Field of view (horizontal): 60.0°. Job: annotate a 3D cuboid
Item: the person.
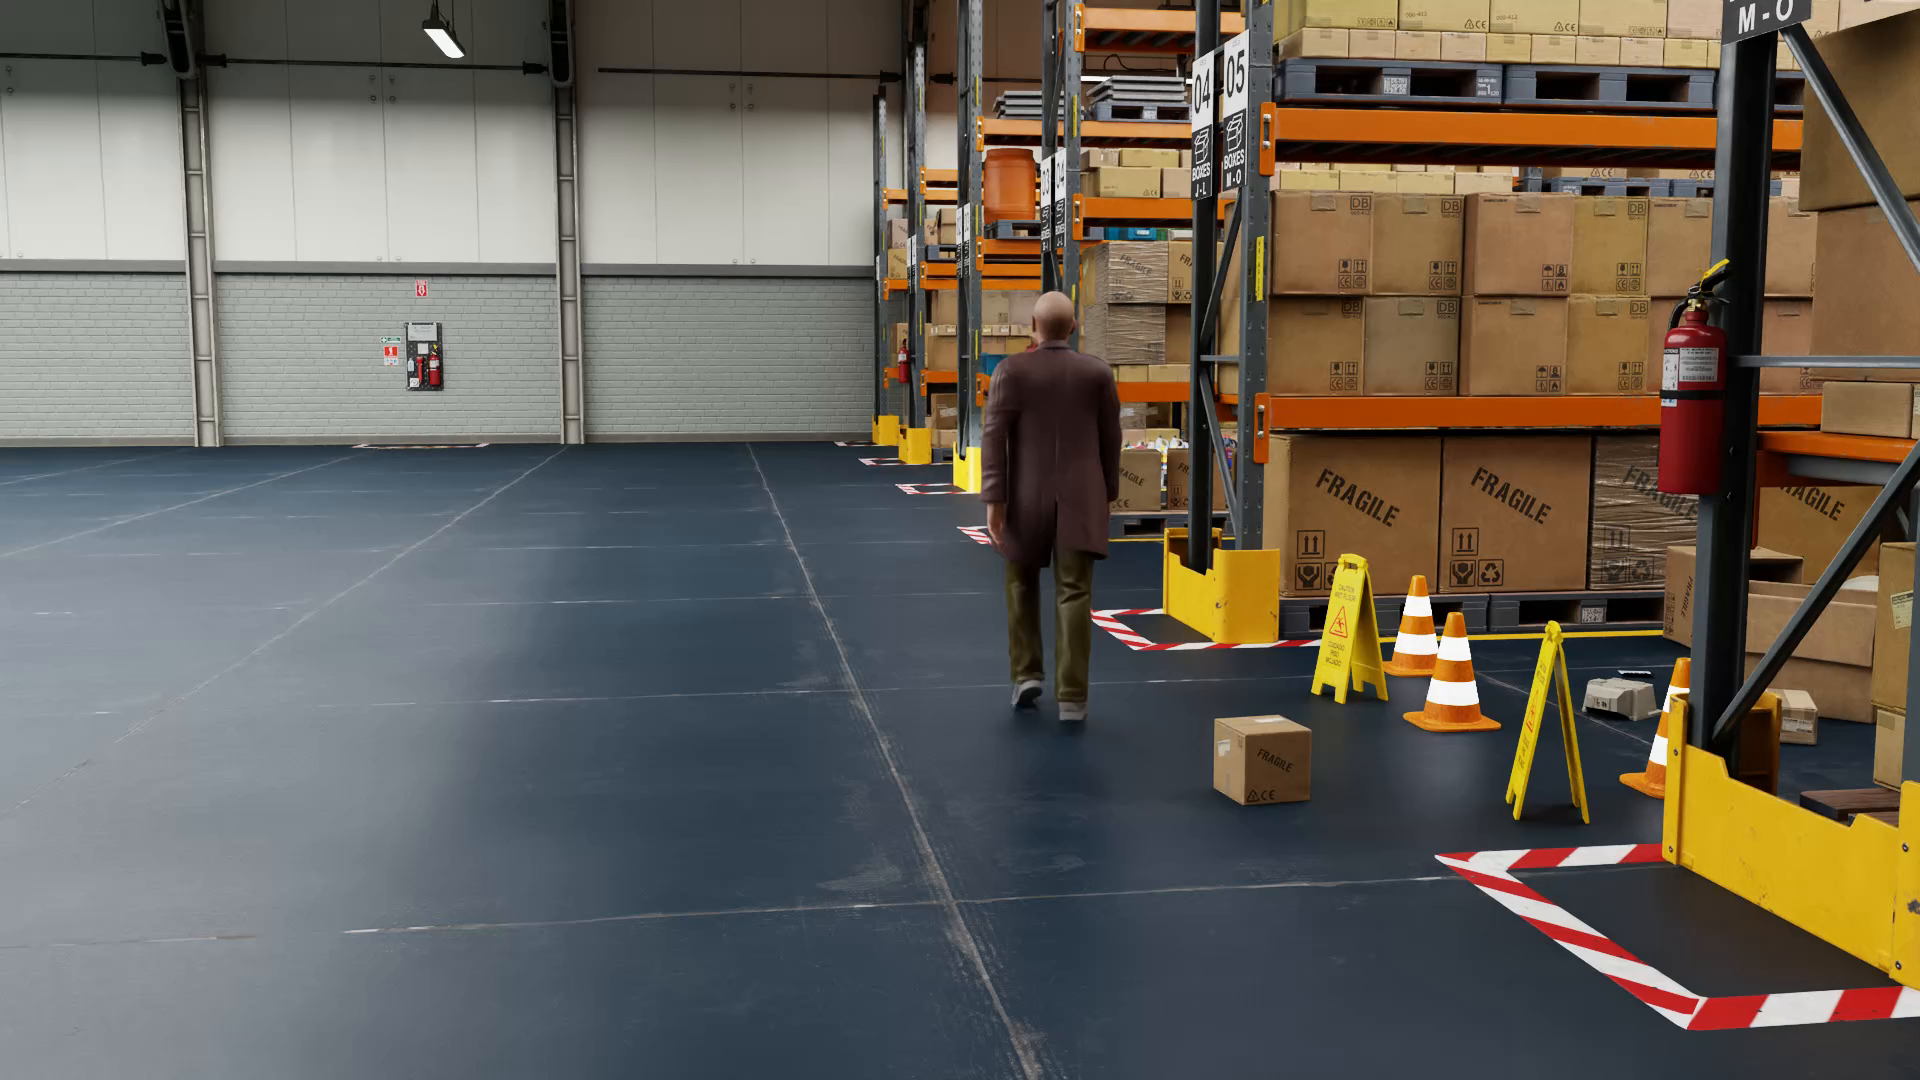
[{"bbox_3d":[0.379,-0.110,6.967,0.606,1.845,0.770,0,6,-1],"label":"person"}]
